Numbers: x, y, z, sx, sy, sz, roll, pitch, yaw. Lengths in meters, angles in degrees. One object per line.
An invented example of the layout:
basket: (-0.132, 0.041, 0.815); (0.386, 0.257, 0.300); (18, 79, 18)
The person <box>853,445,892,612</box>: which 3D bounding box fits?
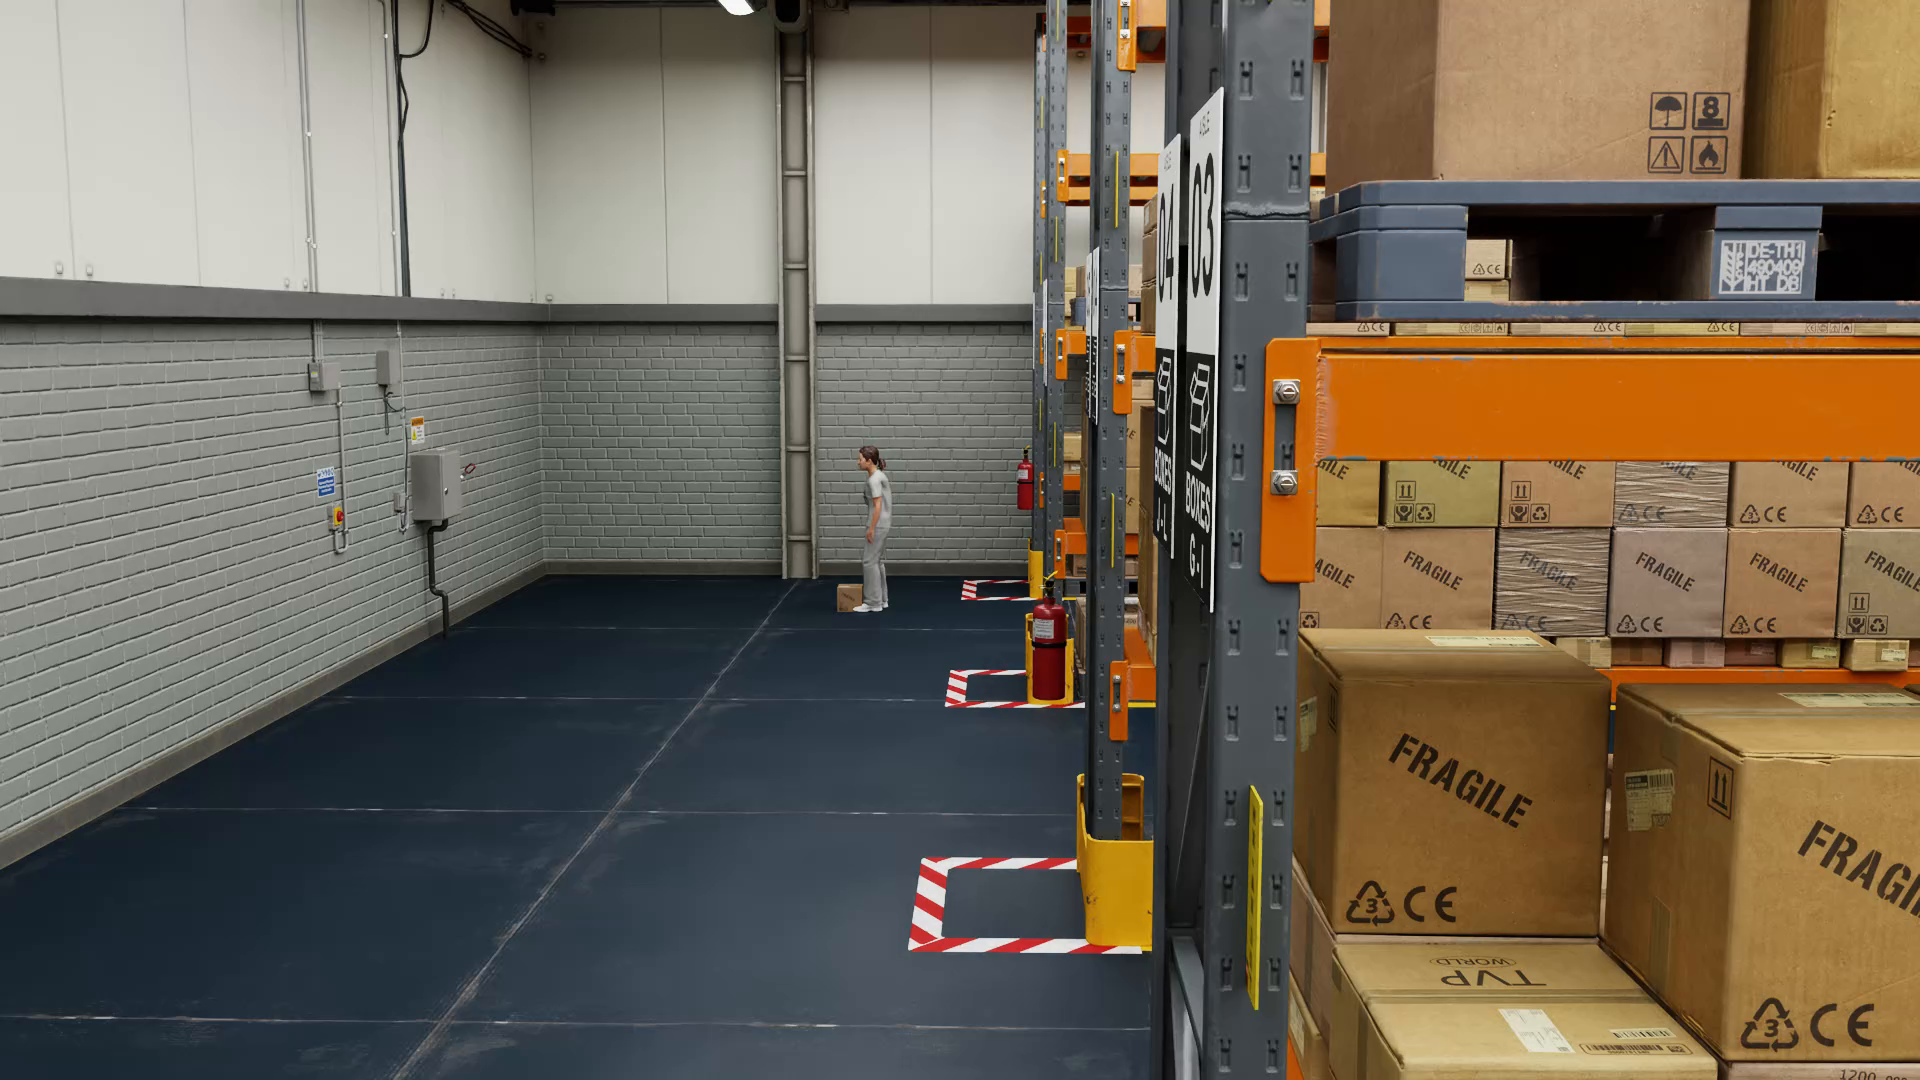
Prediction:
person: (-0.888, -0.092, 16.718); (0.409, 1.617, 0.514); (0, 7, -2)
